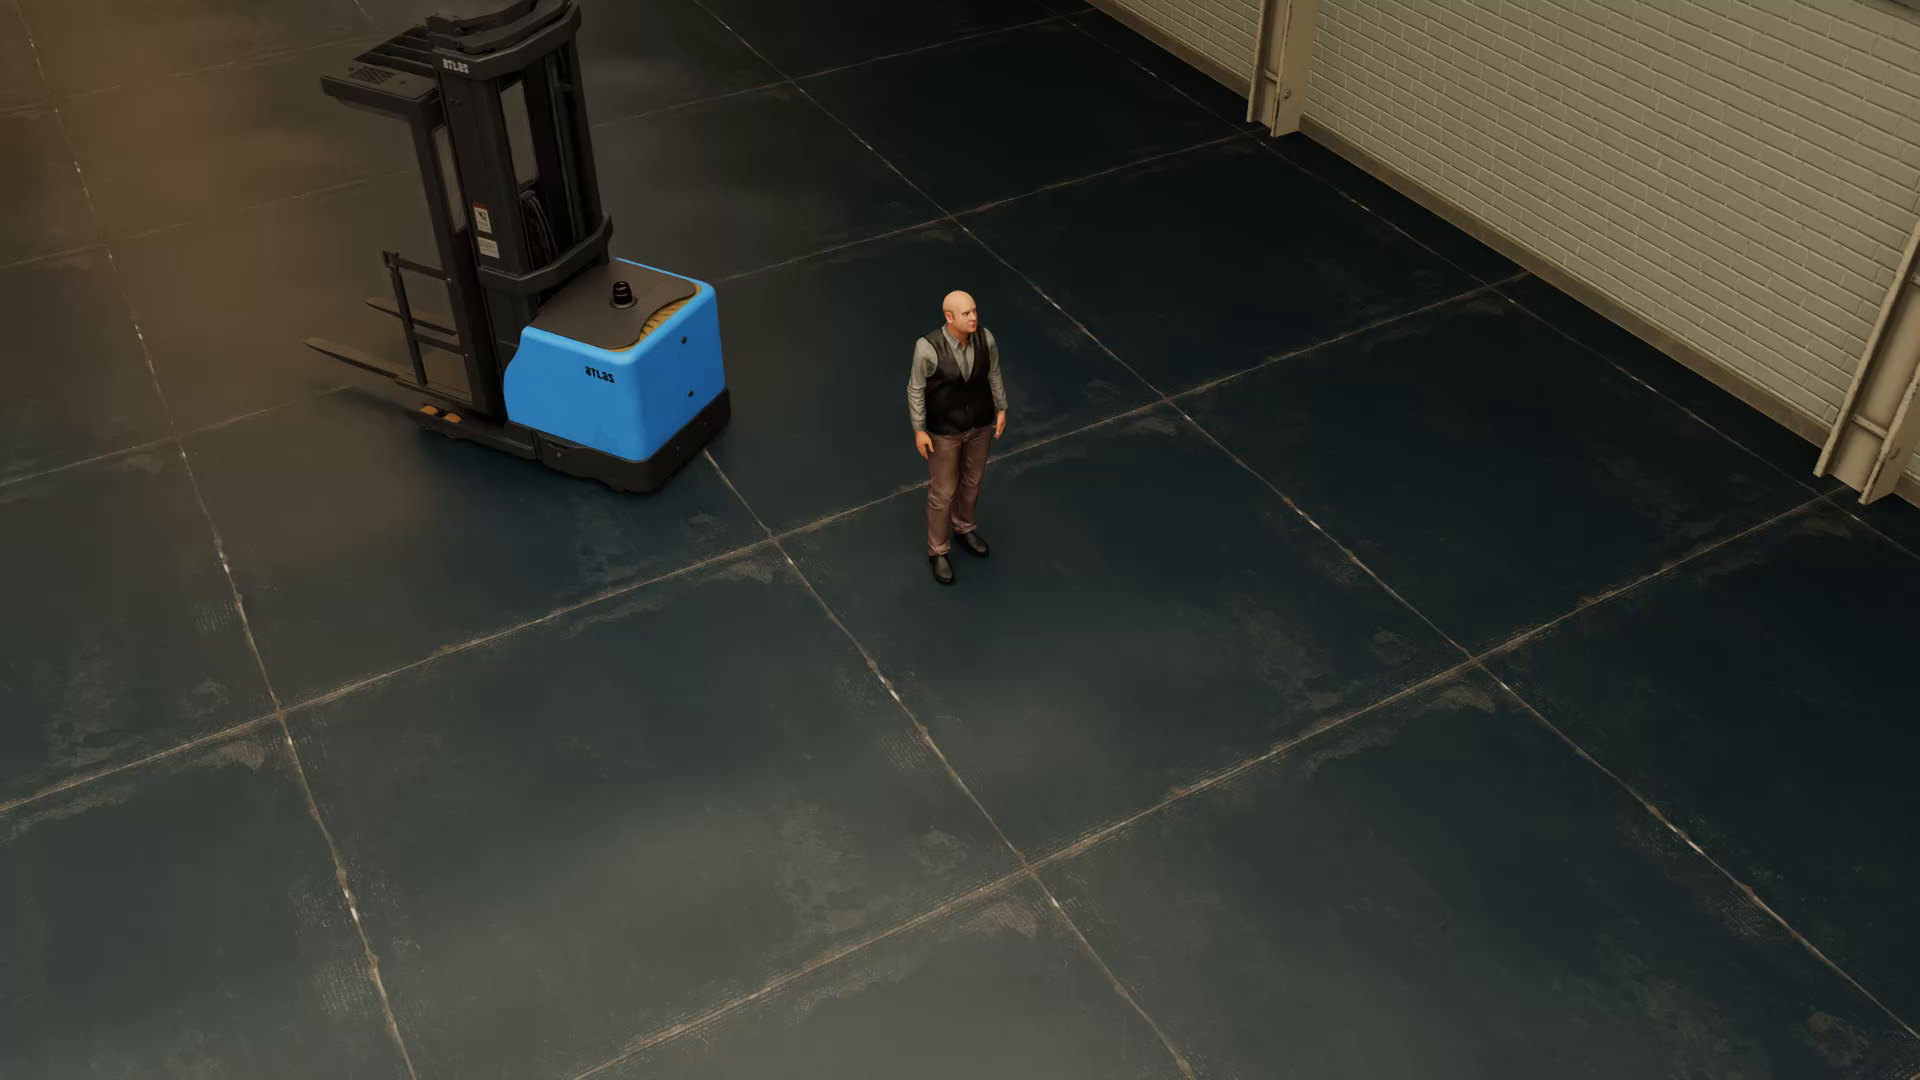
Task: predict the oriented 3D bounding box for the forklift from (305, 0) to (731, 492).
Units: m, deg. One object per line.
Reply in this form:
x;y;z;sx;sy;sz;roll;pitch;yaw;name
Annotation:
-3.096;-2.091;10.557;3.031;2.935;1.130;18;43;21;forklift

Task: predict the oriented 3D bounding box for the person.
0.025;-0.631;9.733;0.633;1.722;0.566;-20;44;-23;person
